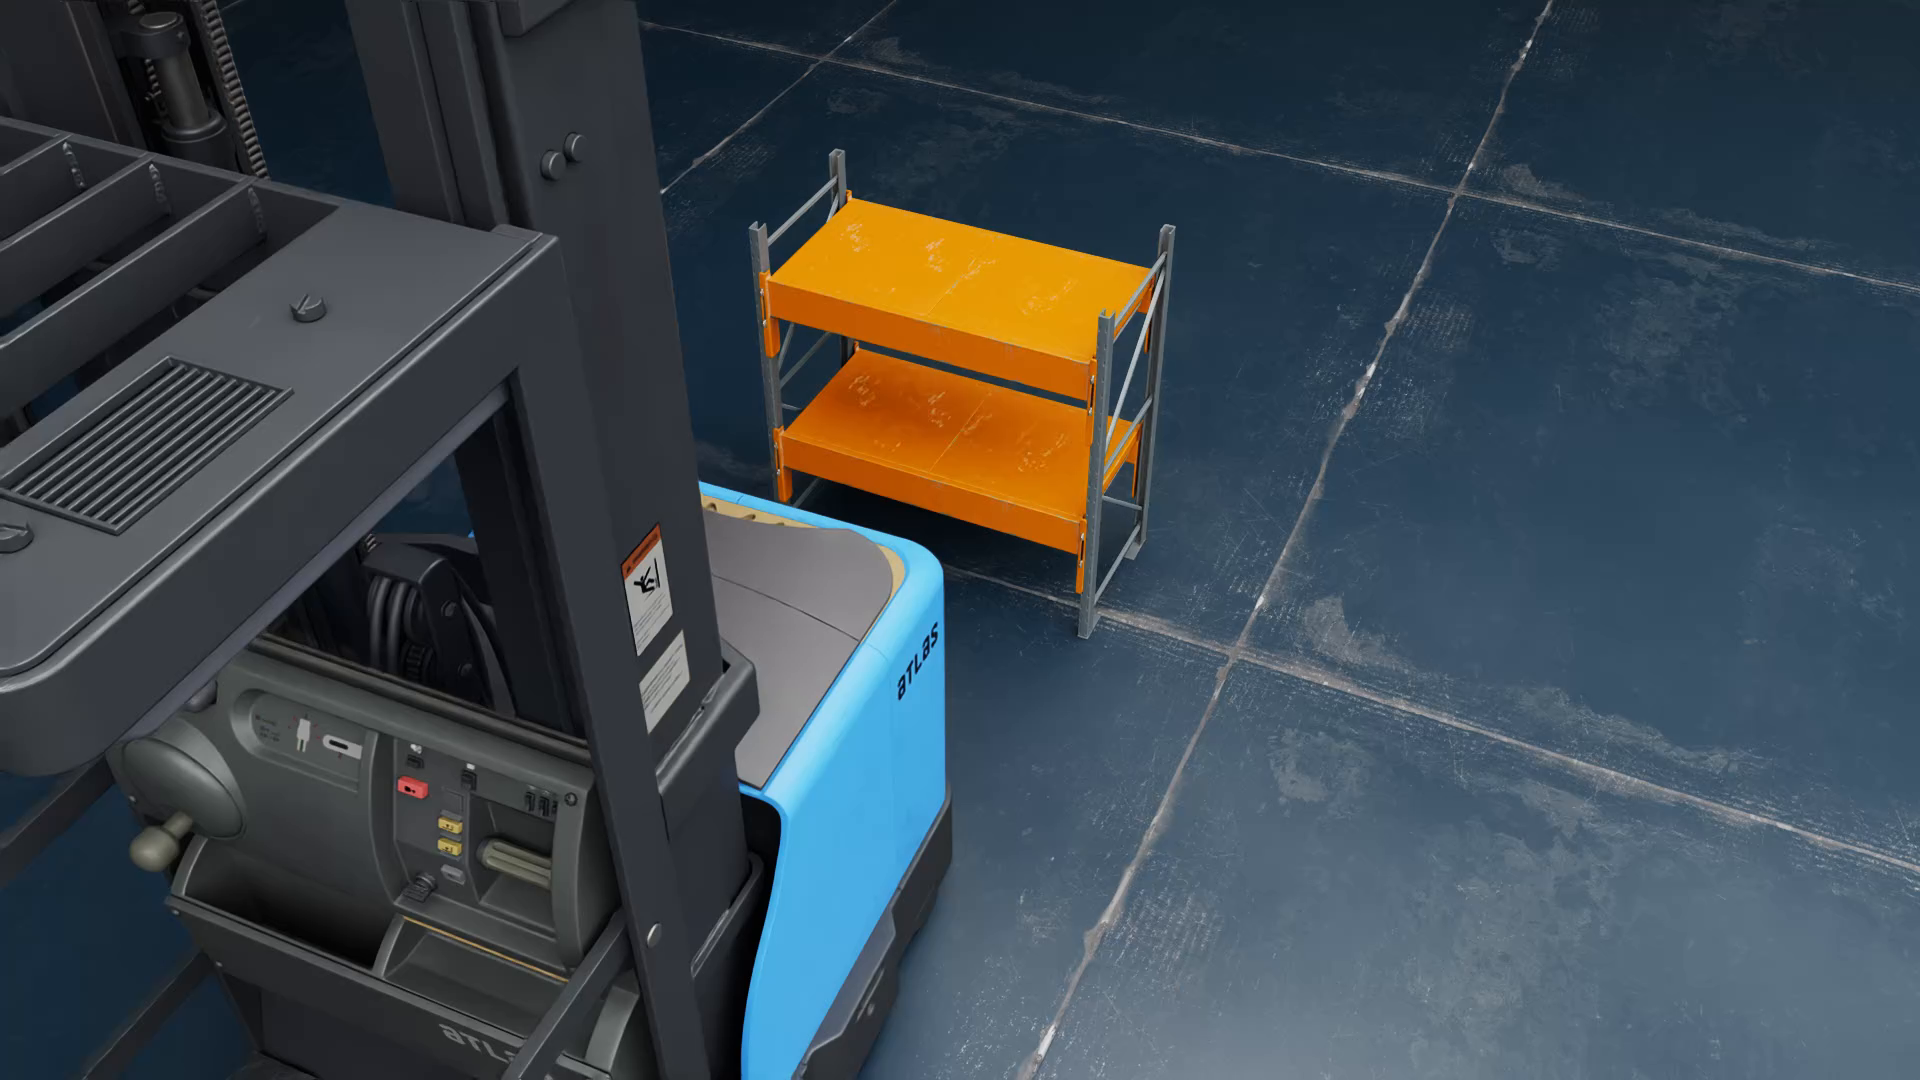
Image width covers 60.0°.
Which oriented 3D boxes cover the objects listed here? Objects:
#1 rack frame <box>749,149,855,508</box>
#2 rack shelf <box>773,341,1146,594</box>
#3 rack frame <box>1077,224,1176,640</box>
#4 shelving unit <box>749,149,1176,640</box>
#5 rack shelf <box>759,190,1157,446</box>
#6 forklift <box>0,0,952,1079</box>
[{"bbox_3d":[-0.455,-0.564,5.042,0.032,1.125,0.500,17,44,19],"label":"rack frame"},{"bbox_3d":[0.006,-0.238,5.040,1.000,0.278,0.538,17,44,19],"label":"rack shelf"},{"bbox_3d":[0.467,-0.282,4.717,0.032,1.125,0.500,17,44,19],"label":"rack frame"},{"bbox_3d":[0.006,-0.423,4.879,1.048,1.125,0.538,17,44,19],"label":"shelving unit"},{"bbox_3d":[0.006,-0.644,4.688,1.000,0.278,0.538,17,44,19],"label":"rack shelf"},{"bbox_3d":[-1.061,0.487,2.450,1.130,2.935,3.031,16,43,17],"label":"forklift"}]
